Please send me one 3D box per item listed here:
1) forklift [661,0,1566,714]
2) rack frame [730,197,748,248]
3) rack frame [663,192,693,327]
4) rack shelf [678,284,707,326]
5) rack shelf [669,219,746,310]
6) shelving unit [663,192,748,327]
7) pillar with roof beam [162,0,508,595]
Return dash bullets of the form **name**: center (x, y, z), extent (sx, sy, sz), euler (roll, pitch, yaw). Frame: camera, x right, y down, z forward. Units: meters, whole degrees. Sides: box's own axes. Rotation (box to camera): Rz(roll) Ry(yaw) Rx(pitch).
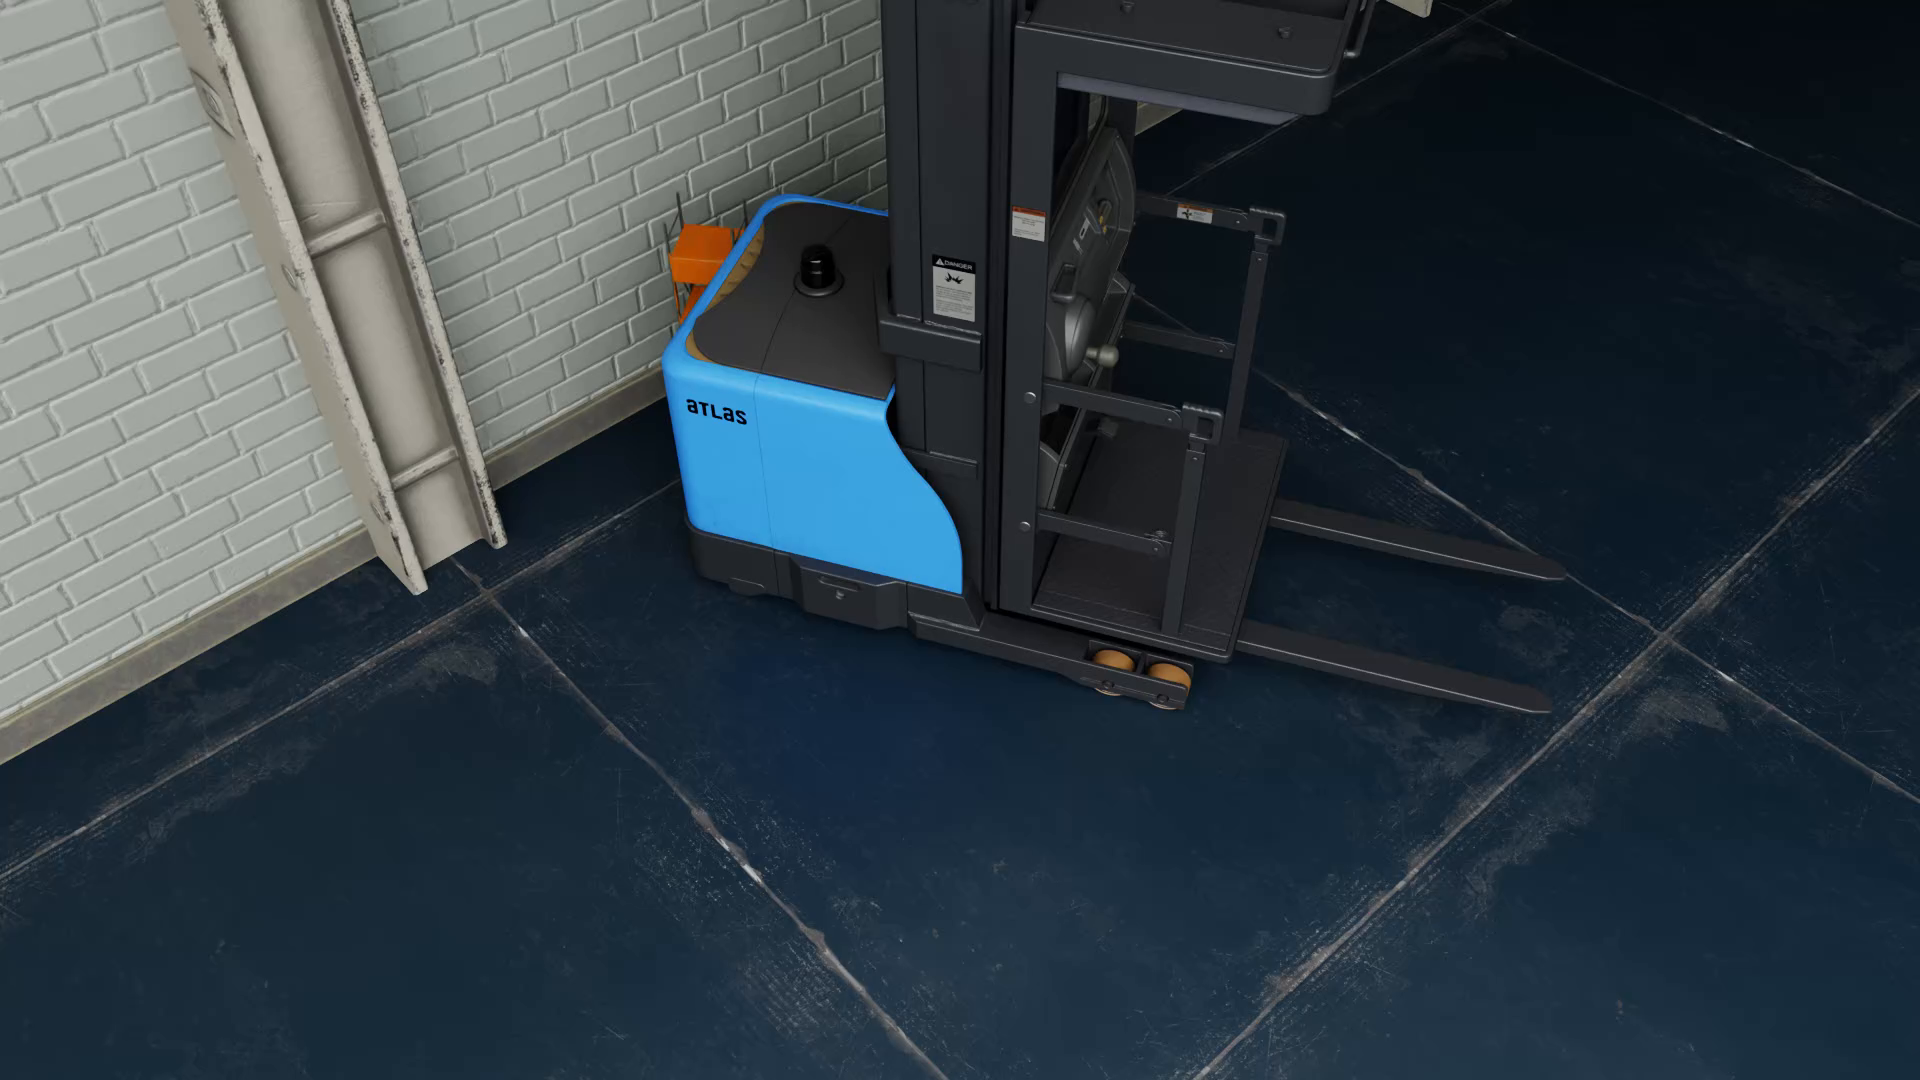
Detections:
- **forklift**: center (0.592, -0.854, 5.043), extent (3.031, 2.935, 1.130), euler (13, 49, 12)
- **rack frame**: center (-0.786, -0.798, 6.272), extent (0.008, 1.050, 0.200), euler (6, 48, 5)
- **rack frame**: center (-1.028, -0.823, 6.295), extent (0.008, 1.050, 0.200), euler (6, 48, 5)
- **rack shelf**: center (-0.907, -0.803, 6.291), extent (0.240, 0.259, 0.215), euler (6, 48, 5)
- **rack shelf**: center (-0.907, -0.996, 6.083), extent (0.240, 0.259, 0.215), euler (6, 48, 5)
- **shelving unit**: center (-0.907, -0.810, 6.283), extent (0.252, 1.050, 0.215), euler (6, 48, 5)
- **pillar with roof beam**: center (0.953, -0.688, 0.762), extent (0.400, 9.000, 9.100), euler (-34, 56, -27)
